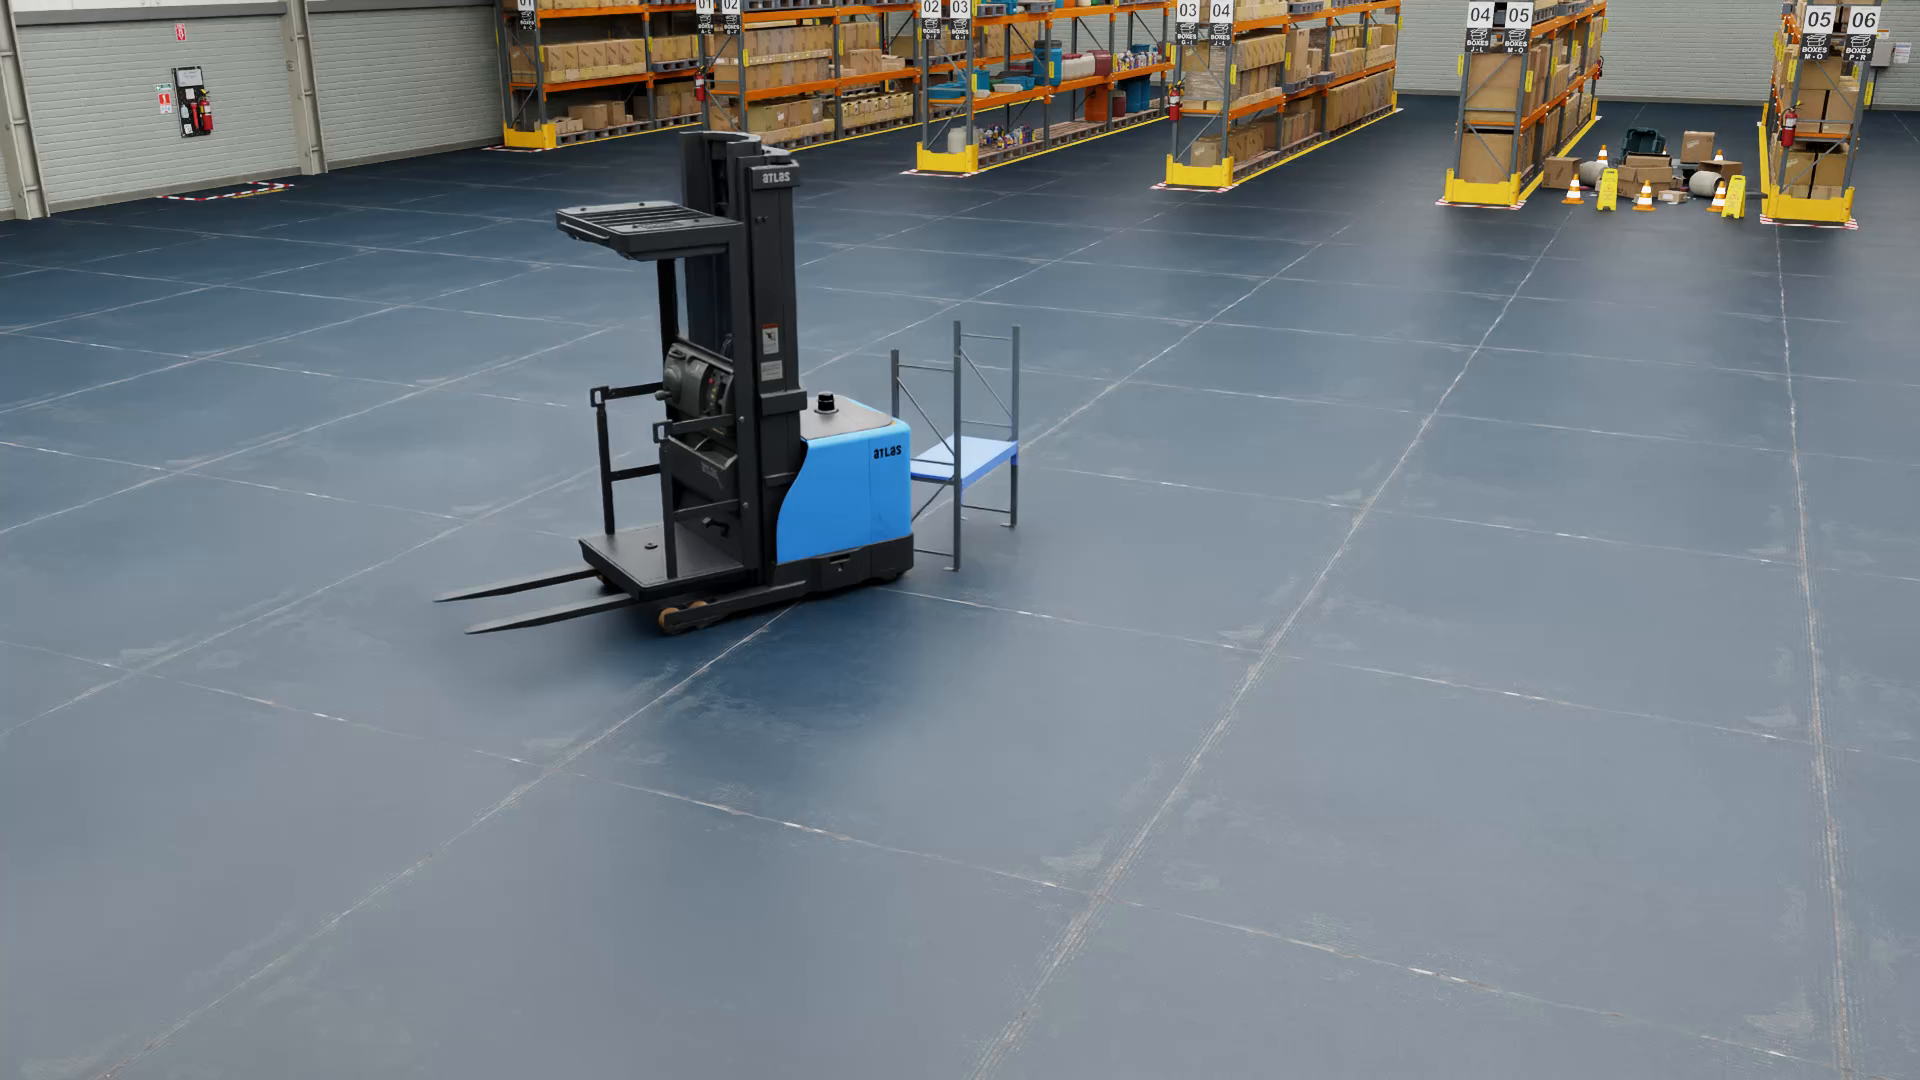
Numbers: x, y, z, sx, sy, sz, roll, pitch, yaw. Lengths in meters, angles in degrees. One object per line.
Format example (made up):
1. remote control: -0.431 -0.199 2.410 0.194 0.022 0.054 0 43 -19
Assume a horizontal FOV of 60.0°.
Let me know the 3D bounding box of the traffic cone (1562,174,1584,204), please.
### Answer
1. traffic cone: 10.282 -5.882 27.818 0.336 0.463 0.334 9 21 23

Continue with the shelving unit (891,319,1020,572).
1. shelving unit: -0.018 -0.685 11.655 0.538 1.500 1.048 8 21 23

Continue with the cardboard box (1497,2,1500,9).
1. cardboard box: 8.804 -8.953 27.790 0.380 0.149 0.250 9 21 24

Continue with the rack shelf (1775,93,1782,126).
1. rack shelf: 15.783 -7.957 30.939 1.077 0.370 4.000 9 21 23

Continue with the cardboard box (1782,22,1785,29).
1. cardboard box: 18.807 -11.638 37.606 0.380 0.149 0.250 8 21 21

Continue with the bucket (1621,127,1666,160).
1. bucket: 12.455 -7.149 30.210 0.726 0.611 0.620 18 16 41

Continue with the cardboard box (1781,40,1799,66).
1. cardboard box: 16.575 -9.619 32.899 0.500 0.500 0.500 8 21 21

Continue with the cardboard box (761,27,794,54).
1. cardboard box: -3.905 -10.466 34.836 0.700 0.500 0.500 9 21 23

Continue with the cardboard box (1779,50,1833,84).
1. cardboard box: 13.665 -7.630 26.861 0.700 0.500 0.500 8 21 22

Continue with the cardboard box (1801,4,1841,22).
1. cardboard box: 13.290 -8.138 25.678 0.500 0.250 0.500 8 21 22

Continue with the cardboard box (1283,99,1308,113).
1. cardboard box: 7.106 -9.277 35.533 0.500 0.250 0.500 11 22 29

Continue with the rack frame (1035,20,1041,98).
1. rack frame: 1.801 -14.073 47.063 1.000 3.000 0.127 9 21 23

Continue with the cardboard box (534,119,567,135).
1. cardboard box: -8.906 -9.000 36.155 0.500 0.311 0.500 6 20 17

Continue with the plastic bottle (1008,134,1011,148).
1. plastic bottle: 0.975 -8.070 33.598 0.097 0.271 0.097 0 20 0

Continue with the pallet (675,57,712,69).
1. pallet: -6.769 -11.605 40.409 1.003 0.211 1.213 9 21 23

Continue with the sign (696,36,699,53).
1. sign: -5.240 -9.918 33.298 0.100 0.325 0.005 9 21 23

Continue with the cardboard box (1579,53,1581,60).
1. cardboard box: 13.700 -10.849 37.303 0.380 0.149 0.250 9 22 24

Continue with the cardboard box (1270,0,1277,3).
1. cardboard box: 5.748 -10.190 31.297 0.380 0.149 0.250 8 21 21

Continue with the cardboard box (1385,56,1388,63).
1. cardboard box: 10.575 -12.128 41.968 0.380 0.149 0.250 8 21 21

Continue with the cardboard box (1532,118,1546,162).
1. cardboard box: 10.579 -7.673 31.797 1.050 0.750 0.750 8 21 22

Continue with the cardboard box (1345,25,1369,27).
1. cardboard box: 9.983 -12.713 41.902 0.500 0.500 0.500 8 21 21

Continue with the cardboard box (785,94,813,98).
1. cardboard box: -3.588 -9.561 36.735 0.500 0.500 0.500 9 21 23

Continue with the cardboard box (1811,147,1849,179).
1. cardboard box: 14.128 -6.094 26.984 0.500 0.500 0.500 8 21 21

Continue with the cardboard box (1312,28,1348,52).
1. cardboard box: 8.413 -11.413 37.937 0.797 0.503 0.637 9 22 24

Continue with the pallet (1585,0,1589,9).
1. pallet: 12.911 -11.611 35.946 1.213 0.211 1.003 9 21 23

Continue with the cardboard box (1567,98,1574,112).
1. cardboard box: 12.970 -9.411 35.939 0.500 0.250 0.500 9 21 23

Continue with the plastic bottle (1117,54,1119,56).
1. plastic bottle: 3.921 -11.876 41.078 0.097 0.271 0.097 0 20 0

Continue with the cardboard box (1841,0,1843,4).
1. cardboard box: 13.747 -8.292 25.517 0.380 0.149 0.250 8 21 22

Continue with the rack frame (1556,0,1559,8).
1. rack frame: 10.407 -11.159 29.917 1.000 3.000 0.127 9 21 23

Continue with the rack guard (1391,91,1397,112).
1. rack guard: 10.847 -11.542 43.677 1.175 0.500 0.348 9 21 23

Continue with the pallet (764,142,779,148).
1. pallet: -4.476 -8.107 34.451 1.003 0.211 1.213 9 21 23

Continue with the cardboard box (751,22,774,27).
1. cardboard box: -5.154 -13.277 43.083 0.500 0.250 0.500 9 21 23

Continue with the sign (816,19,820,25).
1. sign: -3.859 -13.965 45.151 0.100 0.325 0.005 9 21 23

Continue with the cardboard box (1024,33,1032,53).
1. cardboard box: 1.657 -13.787 46.109 0.500 0.500 0.500 9 21 23

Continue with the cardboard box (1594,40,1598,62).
1. cardboard box: 14.957 -11.702 39.805 0.500 0.500 0.500 9 21 23

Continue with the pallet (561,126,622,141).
1. pallet: -8.375 -9.185 37.480 1.003 0.211 1.213 9 21 23

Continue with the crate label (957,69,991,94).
1. crate label: 0.274 -9.117 33.076 0.502 0.435 0.616 9 21 23

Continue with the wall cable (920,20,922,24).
1. wall cable: -0.078 -17.795 53.210 3.097 2.526 0.112 9 21 23

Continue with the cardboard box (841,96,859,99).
1. cardboard box: -2.586 -10.199 38.812 0.500 0.311 0.500 8 21 22

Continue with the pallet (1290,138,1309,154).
1. pallet: 6.739 -8.343 35.112 1.003 0.211 1.213 9 21 23

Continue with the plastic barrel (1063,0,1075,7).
1. plastic barrel: 2.241 -12.141 36.513 0.600 0.830 0.708 9 21 23

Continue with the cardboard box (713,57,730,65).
1. cardboard box: -4.768 -9.677 33.587 0.380 0.149 0.250 8 21 22

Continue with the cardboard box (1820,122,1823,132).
1. cardboard box: 13.745 -6.498 26.138 0.380 0.149 0.250 9 21 24

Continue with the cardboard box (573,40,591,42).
1. cardboard box: -8.441 -10.951 37.360 0.500 0.500 0.500 9 22 24

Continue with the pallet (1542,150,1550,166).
1. pallet: 11.152 -7.639 33.134 1.003 0.211 1.213 9 21 23

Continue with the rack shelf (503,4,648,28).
1. rack shelf: -8.453 -11.546 36.555 1.077 0.370 4.000 9 21 23

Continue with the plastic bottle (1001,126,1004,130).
1. plastic bottle: 0.874 -8.608 35.113 0.097 0.271 0.097 0 20 0

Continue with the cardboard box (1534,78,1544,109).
1. cardboard box: 10.062 -8.118 30.094 0.875 0.550 0.550 9 21 23

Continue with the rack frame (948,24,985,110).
1. rack frame: 0.163 -12.850 43.625 1.000 3.000 0.127 9 21 23

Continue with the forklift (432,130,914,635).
1. forklift: -1.823 -0.996 10.394 3.031 2.935 1.130 -12 23 -31
